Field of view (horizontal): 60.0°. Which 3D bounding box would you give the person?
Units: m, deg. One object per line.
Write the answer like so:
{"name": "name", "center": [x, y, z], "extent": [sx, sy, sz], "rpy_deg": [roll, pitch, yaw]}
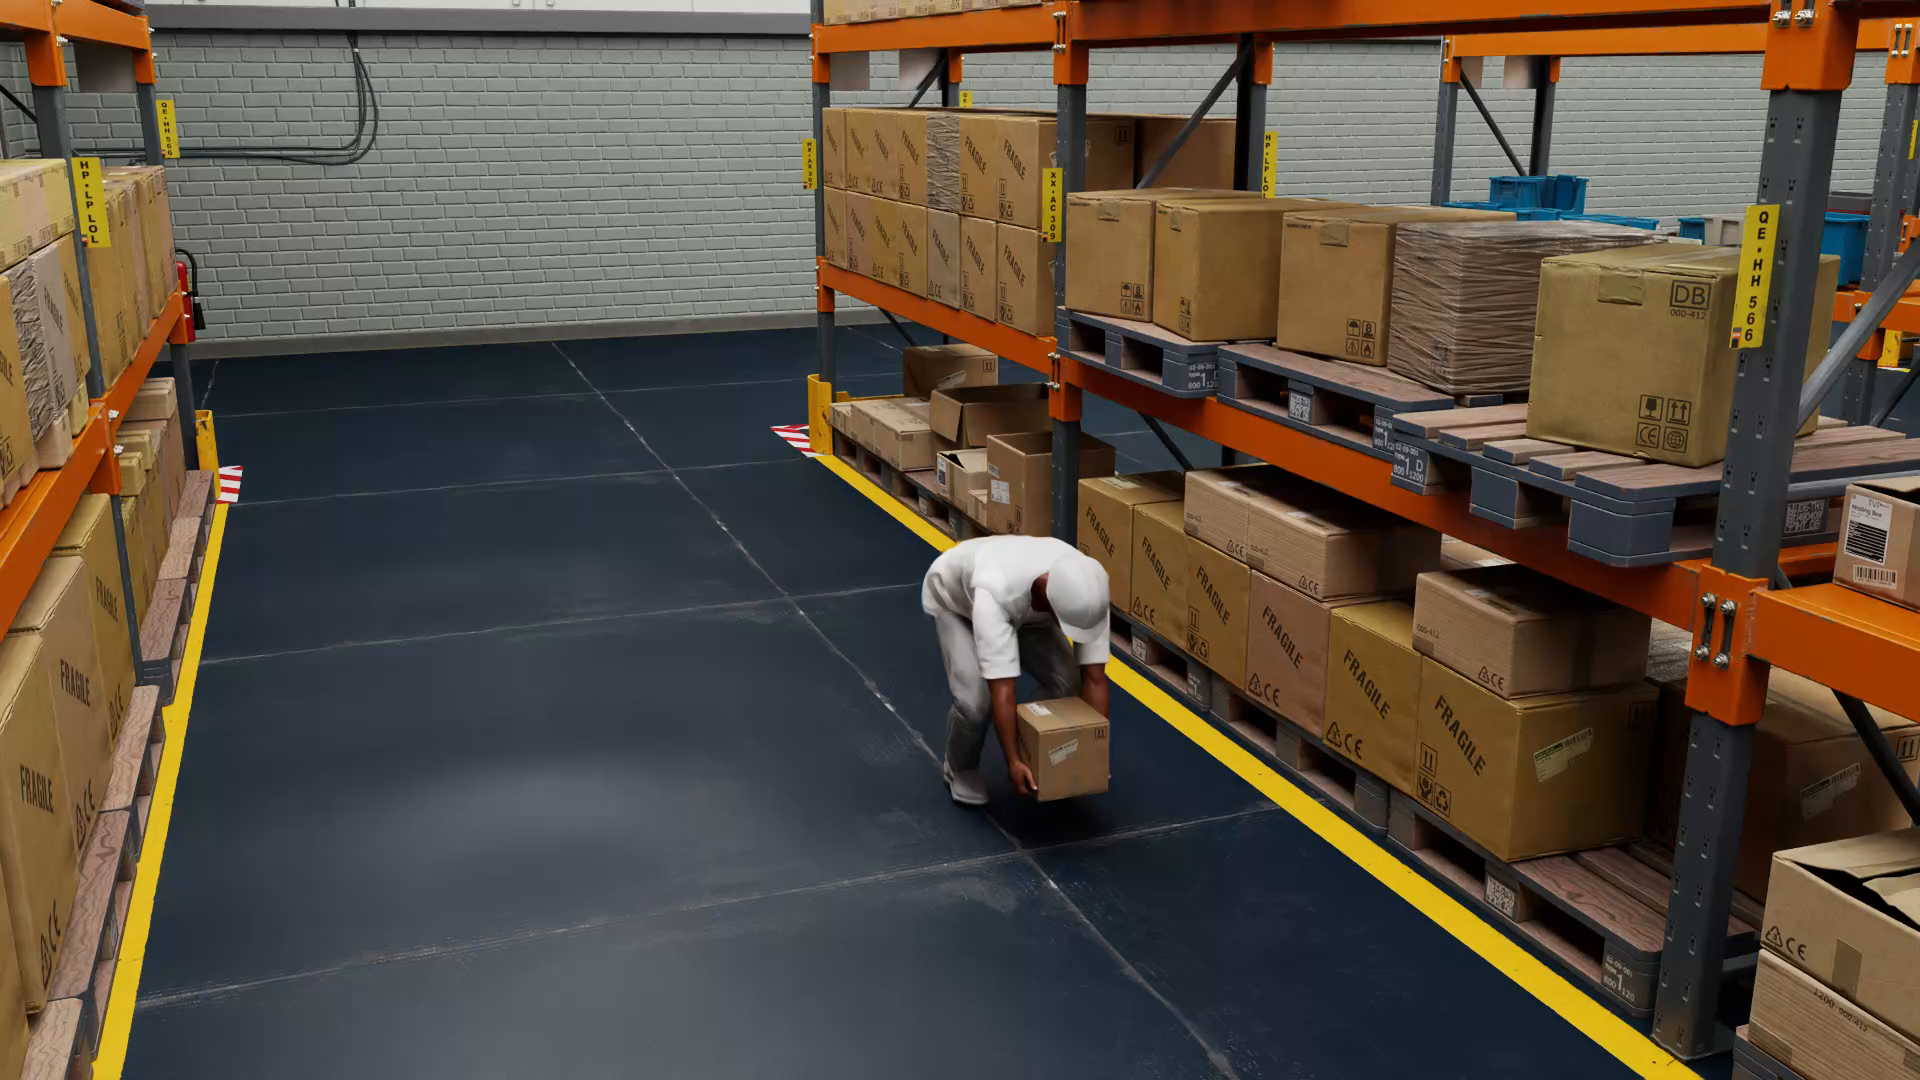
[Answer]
{"name": "person", "center": [0.223, 0.450, 5.762], "extent": [0.527, 1.017, 0.959], "rpy_deg": [-7, 17, -23]}
